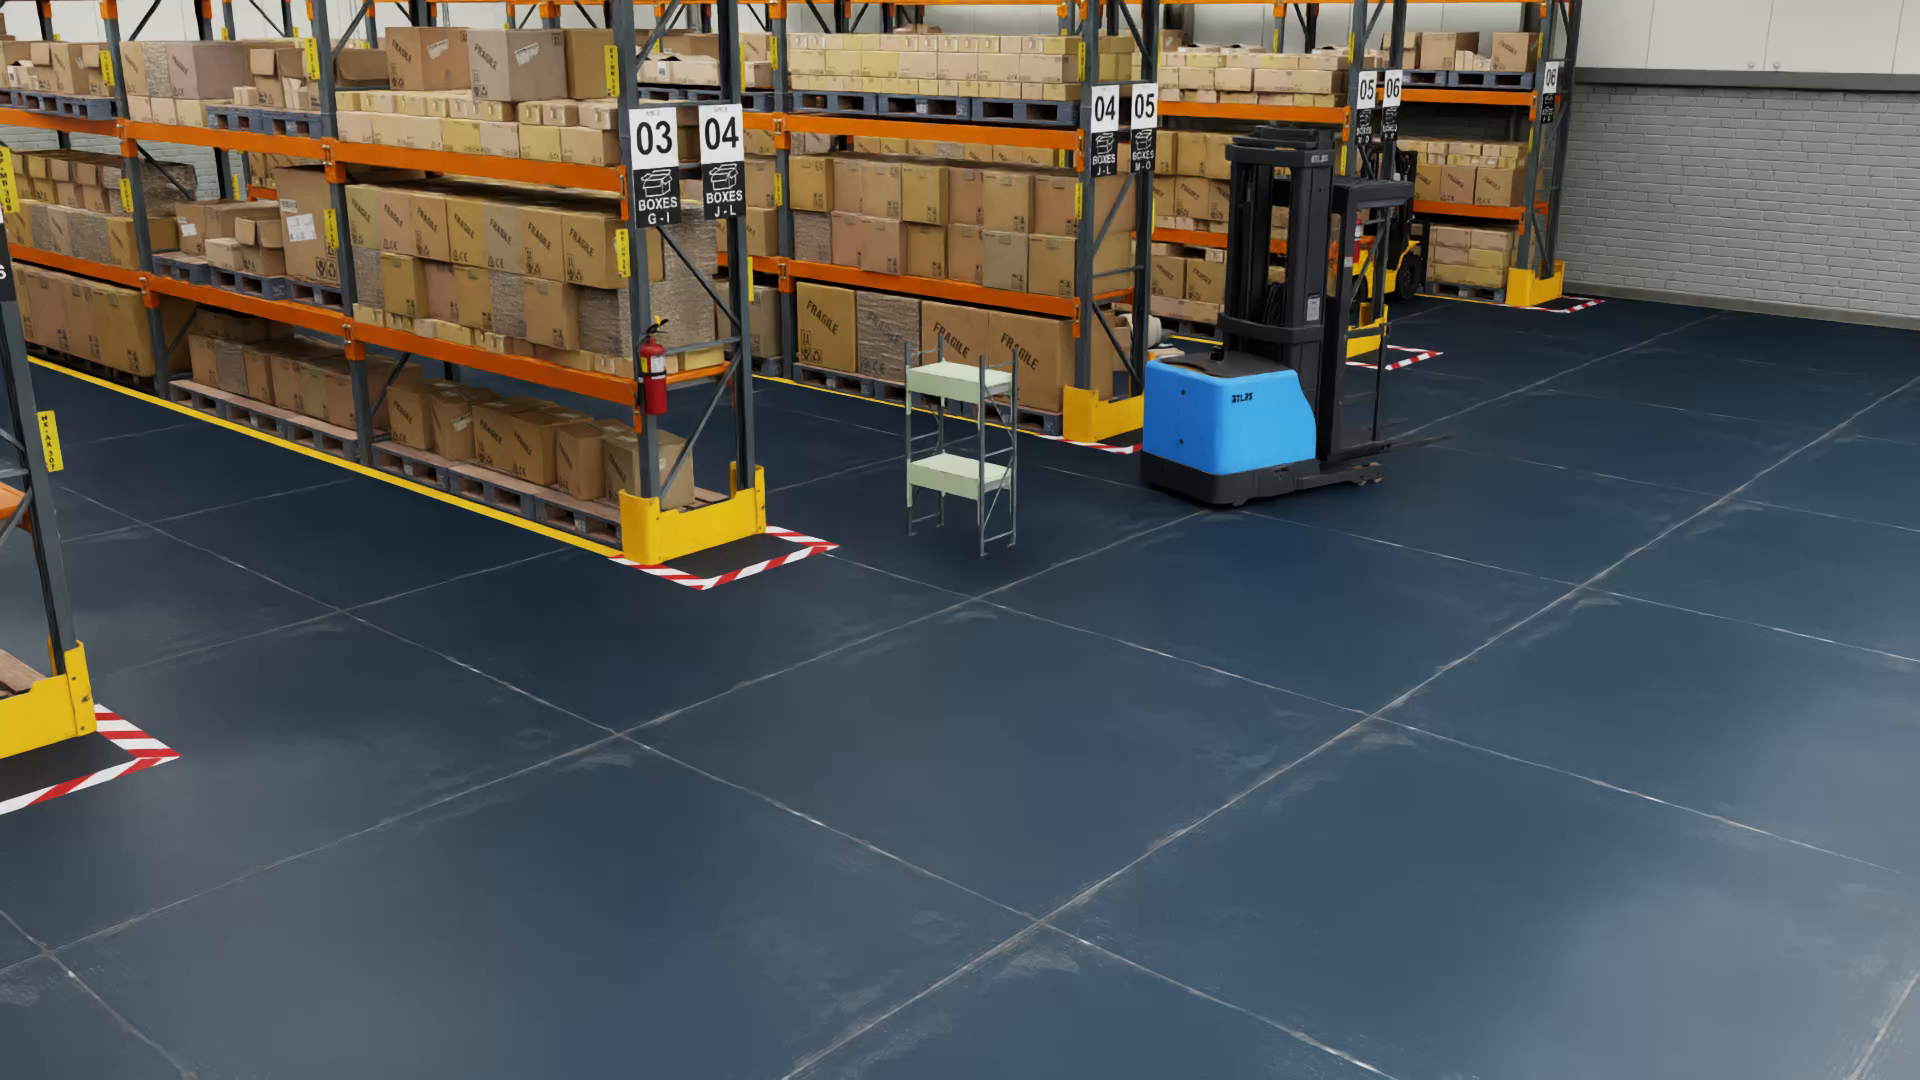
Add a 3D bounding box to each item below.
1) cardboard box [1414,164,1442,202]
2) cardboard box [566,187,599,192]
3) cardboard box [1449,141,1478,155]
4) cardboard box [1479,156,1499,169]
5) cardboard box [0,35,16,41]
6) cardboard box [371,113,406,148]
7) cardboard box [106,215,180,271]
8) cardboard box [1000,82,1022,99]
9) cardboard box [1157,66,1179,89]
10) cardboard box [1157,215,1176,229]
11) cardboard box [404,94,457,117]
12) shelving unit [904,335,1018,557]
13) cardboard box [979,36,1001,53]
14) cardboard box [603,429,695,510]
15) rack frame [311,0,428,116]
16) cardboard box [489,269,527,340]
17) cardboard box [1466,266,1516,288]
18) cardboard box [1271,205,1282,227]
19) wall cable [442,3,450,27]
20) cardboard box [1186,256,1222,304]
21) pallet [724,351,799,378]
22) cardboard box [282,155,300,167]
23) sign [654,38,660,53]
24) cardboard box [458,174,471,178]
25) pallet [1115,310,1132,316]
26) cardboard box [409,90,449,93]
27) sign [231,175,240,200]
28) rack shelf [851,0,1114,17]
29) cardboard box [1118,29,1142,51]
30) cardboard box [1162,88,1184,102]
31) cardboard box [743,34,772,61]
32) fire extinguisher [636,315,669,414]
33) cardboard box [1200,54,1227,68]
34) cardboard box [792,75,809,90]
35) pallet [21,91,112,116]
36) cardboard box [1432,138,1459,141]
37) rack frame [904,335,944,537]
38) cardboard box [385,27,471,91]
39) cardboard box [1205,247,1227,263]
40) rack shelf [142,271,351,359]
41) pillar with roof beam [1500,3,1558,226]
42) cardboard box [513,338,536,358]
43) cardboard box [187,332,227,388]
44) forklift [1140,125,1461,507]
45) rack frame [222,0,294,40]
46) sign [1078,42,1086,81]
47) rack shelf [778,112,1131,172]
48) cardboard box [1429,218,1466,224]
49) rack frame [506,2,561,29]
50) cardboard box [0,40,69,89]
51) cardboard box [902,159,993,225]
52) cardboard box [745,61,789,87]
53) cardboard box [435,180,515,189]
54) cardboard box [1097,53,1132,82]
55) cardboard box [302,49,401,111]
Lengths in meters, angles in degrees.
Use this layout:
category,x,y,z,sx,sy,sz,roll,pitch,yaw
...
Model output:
category,x,y,z,sx,sy,sz,roll,pitch,yaw
cardboard box,6.632,-5.051,23.404,0.500,0.500,0.500,14,23,38
cardboard box,-4.389,-3.994,20.072,0.500,0.500,0.500,15,23,40
cardboard box,6.977,-5.434,23.045,0.250,0.149,0.380,15,23,40
cardboard box,7.284,-5.163,22.683,0.250,0.149,0.380,16,23,40
cardboard box,-11.530,-5.667,19.527,0.500,0.500,0.700,13,22,36
cardboard box,-4.356,-3.297,13.332,0.500,0.250,0.500,15,23,39
cardboard box,-8.447,-3.086,17.212,0.500,0.500,0.500,16,24,41
cardboard box,0.584,-4.141,15.299,0.250,0.149,0.380,15,23,40
cardboard box,2.562,-5.579,20.031,0.500,0.250,0.500,15,23,40
cardboard box,2.630,-3.920,20.420,0.250,0.149,0.380,15,23,40
cardboard box,-4.097,-3.396,12.983,0.250,0.149,0.380,14,23,38
shelving unit,0.005,-0.714,12.381,0.755,1.500,0.431,15,23,39
cardboard box,0.389,-4.574,15.343,0.250,0.149,0.380,16,23,40
cardboard box,-2.386,-0.527,12.752,0.500,0.500,0.500,-13,22,-36
rack frame,-4.922,-5.052,13.654,0.127,3.000,1.000,15,23,39
cardboard box,-3.122,-1.879,12.916,0.500,0.500,0.875,15,23,39
cardboard box,7.379,-3.668,23.061,0.500,0.250,0.500,15,23,40
cardboard box,3.688,-3.969,19.502,0.500,0.500,0.500,15,23,39
wall cable,-9.382,-11.592,34.199,0.133,3.039,2.988,15,23,39
cardboard box,3.110,-3.187,20.307,0.500,0.500,0.500,14,23,38
pallet,-2.181,-2.103,18.890,1.213,0.211,1.003,15,23,39
cardboard box,-9.601,-5.538,24.445,0.500,0.500,0.500,15,23,40
sign,-4.694,-7.629,25.747,0.005,0.325,0.100,15,23,39
cardboard box,-6.182,-4.716,21.251,0.250,0.149,0.380,17,24,42
pallet,2.182,-2.979,21.648,1.213,0.211,1.003,15,23,39
cardboard box,-4.347,-3.667,13.836,0.250,0.149,0.380,15,23,40
sign,-7.560,-3.634,17.322,0.005,0.325,0.100,15,23,39
rack shelf,0.160,-7.162,22.153,4.000,0.370,1.077,15,23,39
cardboard box,2.780,-7.807,26.270,0.500,0.500,0.700,14,23,38
cardboard box,2.633,-5.348,19.960,0.250,0.149,0.380,14,23,38
cardboard box,-2.846,-7.204,24.533,0.500,0.500,0.500,15,23,40
fire extinguisher,-2.150,-1.225,11.641,0.183,0.674,0.296,15,23,39
cardboard box,3.030,-5.623,19.509,0.250,0.149,0.380,16,23,41
cardboard box,-1.507,-4.702,17.066,0.250,0.149,0.380,15,23,38
pallet,-9.269,-4.676,17.742,1.213,0.211,1.003,16,24,42
cardboard box,6.931,-5.655,23.742,0.250,0.149,0.380,14,23,38
rack frame,-0.269,-0.787,12.612,0.023,1.500,0.400,15,23,39
cardboard box,-4.416,-4.017,13.869,0.500,0.500,0.500,14,22,38
cardboard box,3.175,-3.452,20.071,0.250,0.149,0.380,16,24,42
rack shelf,-6.418,-2.251,15.935,4.000,0.370,1.077,15,23,39
pillar with roof beam,5.160,-6.984,19.743,0.400,9.000,9.100,15,23,39
cardboard box,-3.226,-1.527,12.881,0.250,0.149,0.380,15,23,39
cardboard box,-7.399,-1.884,16.994,0.500,0.500,0.700,14,22,36
forklift,3.036,-1.982,14.013,3.031,2.935,1.130,-11,21,-31
rack frame,-10.529,-8.563,24.718,0.127,3.000,1.000,15,23,39
sign,1.067,-4.185,14.549,0.005,0.325,0.100,15,23,39
rack shelf,-0.058,-3.980,16.423,4.000,0.370,1.077,15,23,39
cardboard box,6.963,-4.463,23.914,0.500,0.250,0.500,15,23,39
rack frame,-7.319,-9.703,28.311,0.127,3.000,1.000,15,23,39
cardboard box,-10.465,-5.362,18.730,0.500,0.500,0.700,16,23,41
cardboard box,-0.098,-3.470,16.555,0.500,0.550,0.875,15,23,39
cardboard box,-2.188,-5.006,17.856,0.500,0.250,0.500,15,23,40
cardboard box,-4.028,-2.730,13.946,0.500,0.500,0.500,15,23,39
cardboard box,1.247,-4.394,15.436,0.500,0.250,0.500,15,23,39
cardboard box,-5.207,-3.988,14.396,0.637,0.503,0.797,14,22,37
